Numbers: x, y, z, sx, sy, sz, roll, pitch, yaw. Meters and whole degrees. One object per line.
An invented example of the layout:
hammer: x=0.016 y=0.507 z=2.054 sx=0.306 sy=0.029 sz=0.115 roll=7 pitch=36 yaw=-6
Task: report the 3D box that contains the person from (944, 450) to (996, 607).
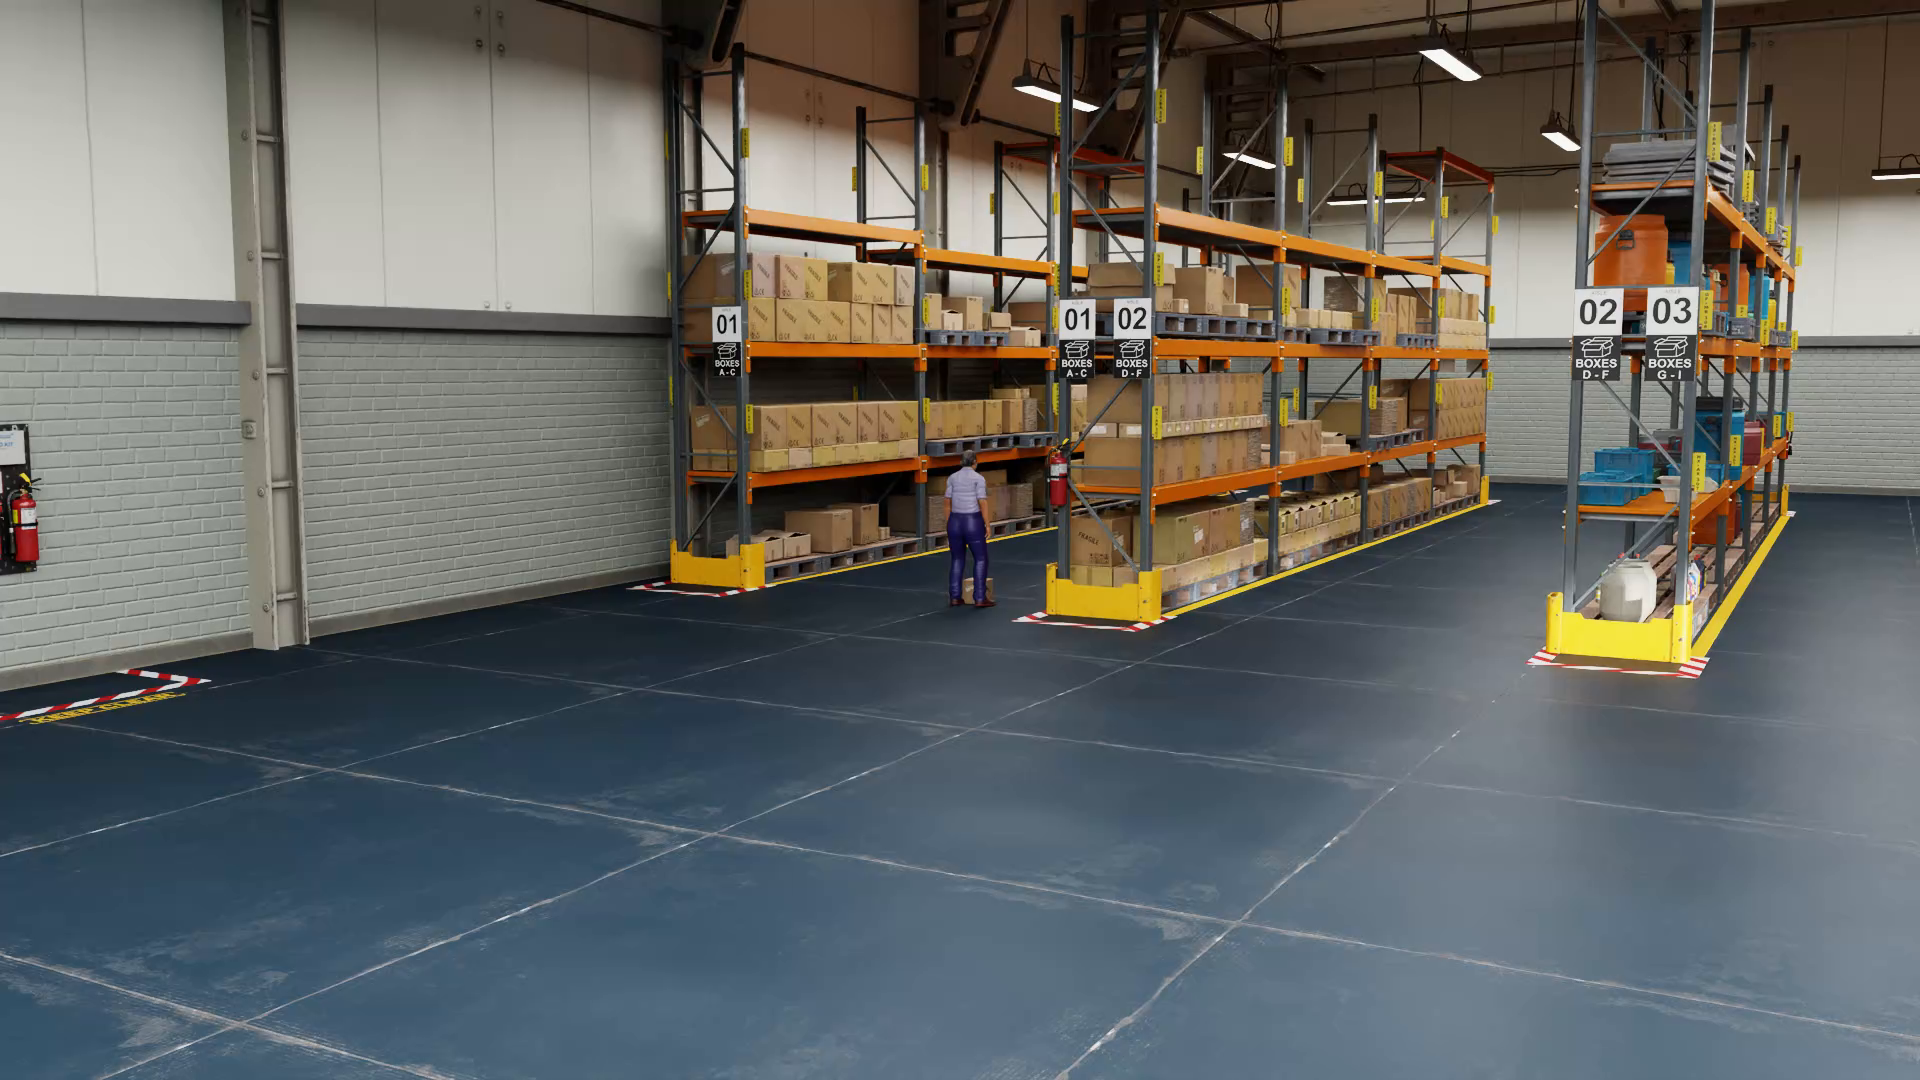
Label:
person: x=0.085 y=-0.126 z=17.596 sx=0.541 sy=1.652 sz=0.368 roll=3 pitch=7 yaw=28
